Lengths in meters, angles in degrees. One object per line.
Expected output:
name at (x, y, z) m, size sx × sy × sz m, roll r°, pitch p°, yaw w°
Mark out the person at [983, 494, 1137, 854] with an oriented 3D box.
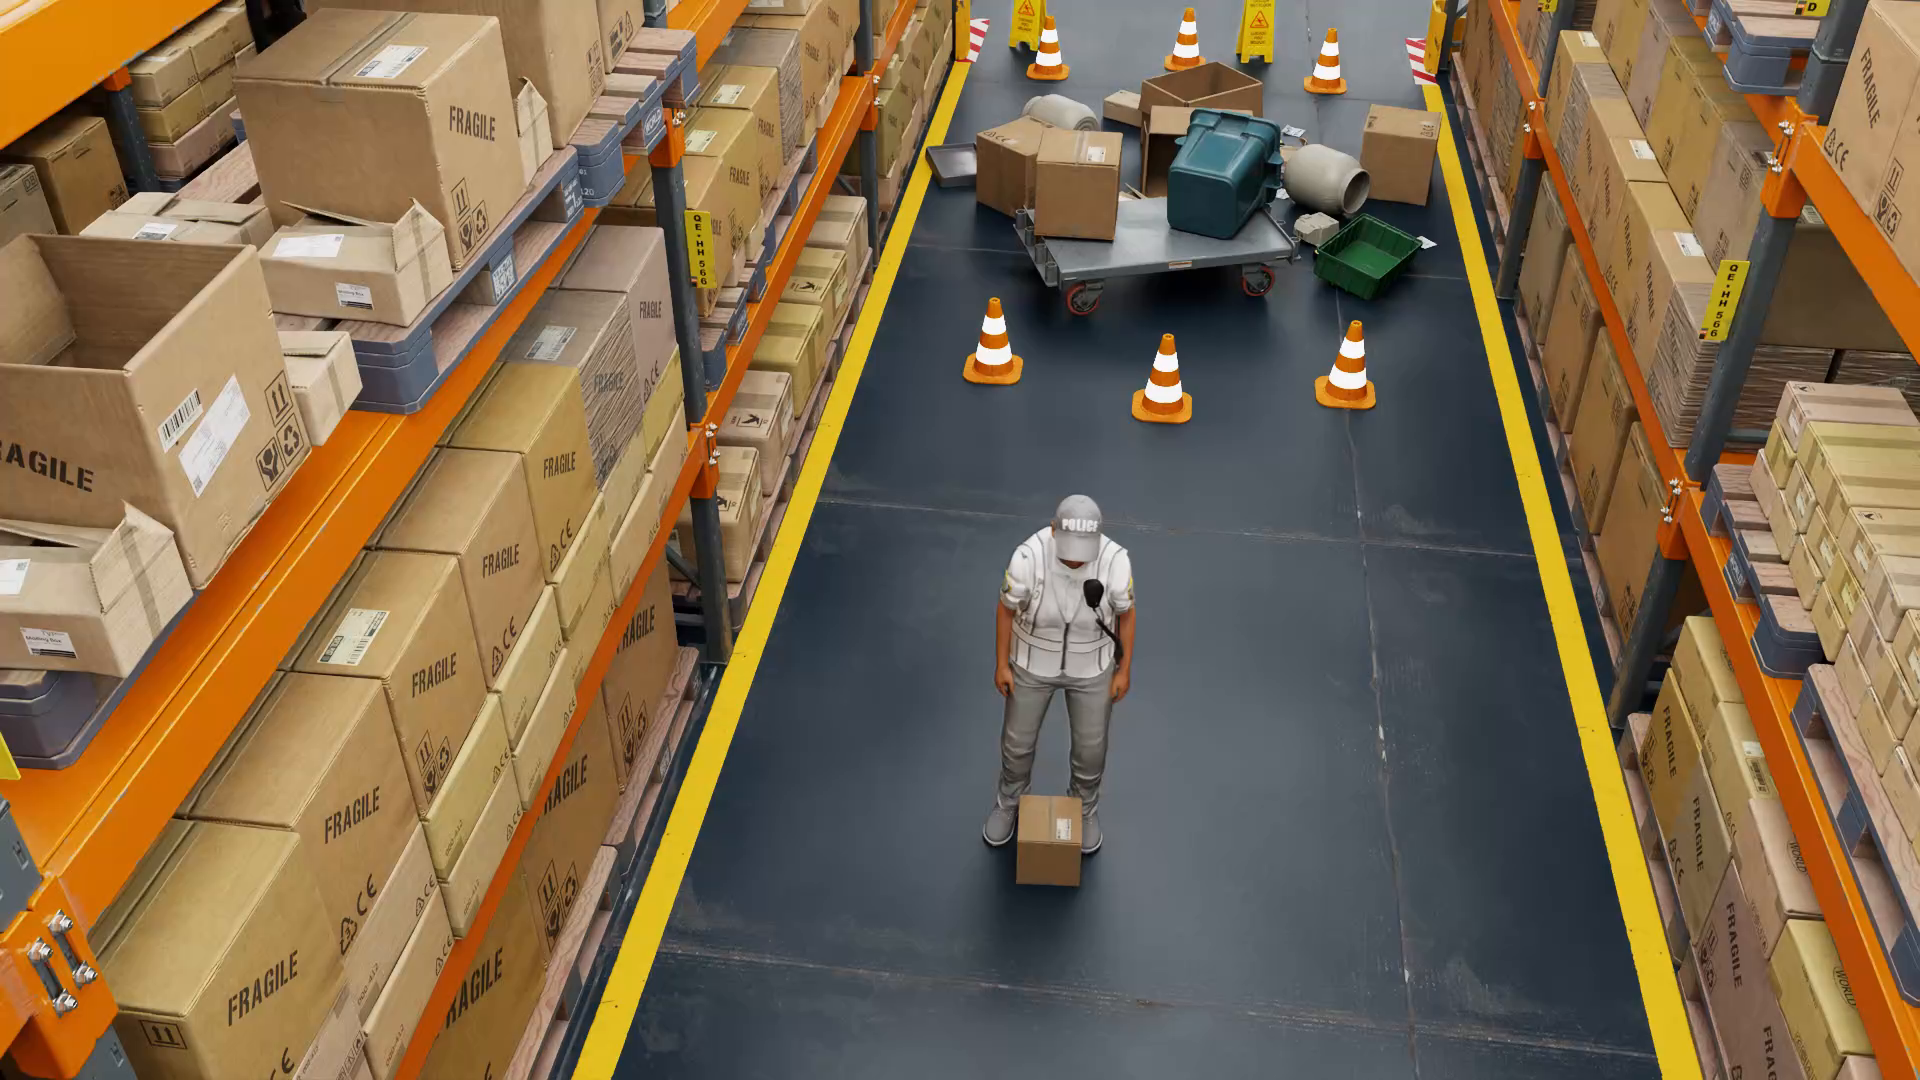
person at (0.381, 0.497, 6.356) m, size 0.562 × 1.667 × 0.464 m, roll 3°, pitch 36°, yaw 4°
